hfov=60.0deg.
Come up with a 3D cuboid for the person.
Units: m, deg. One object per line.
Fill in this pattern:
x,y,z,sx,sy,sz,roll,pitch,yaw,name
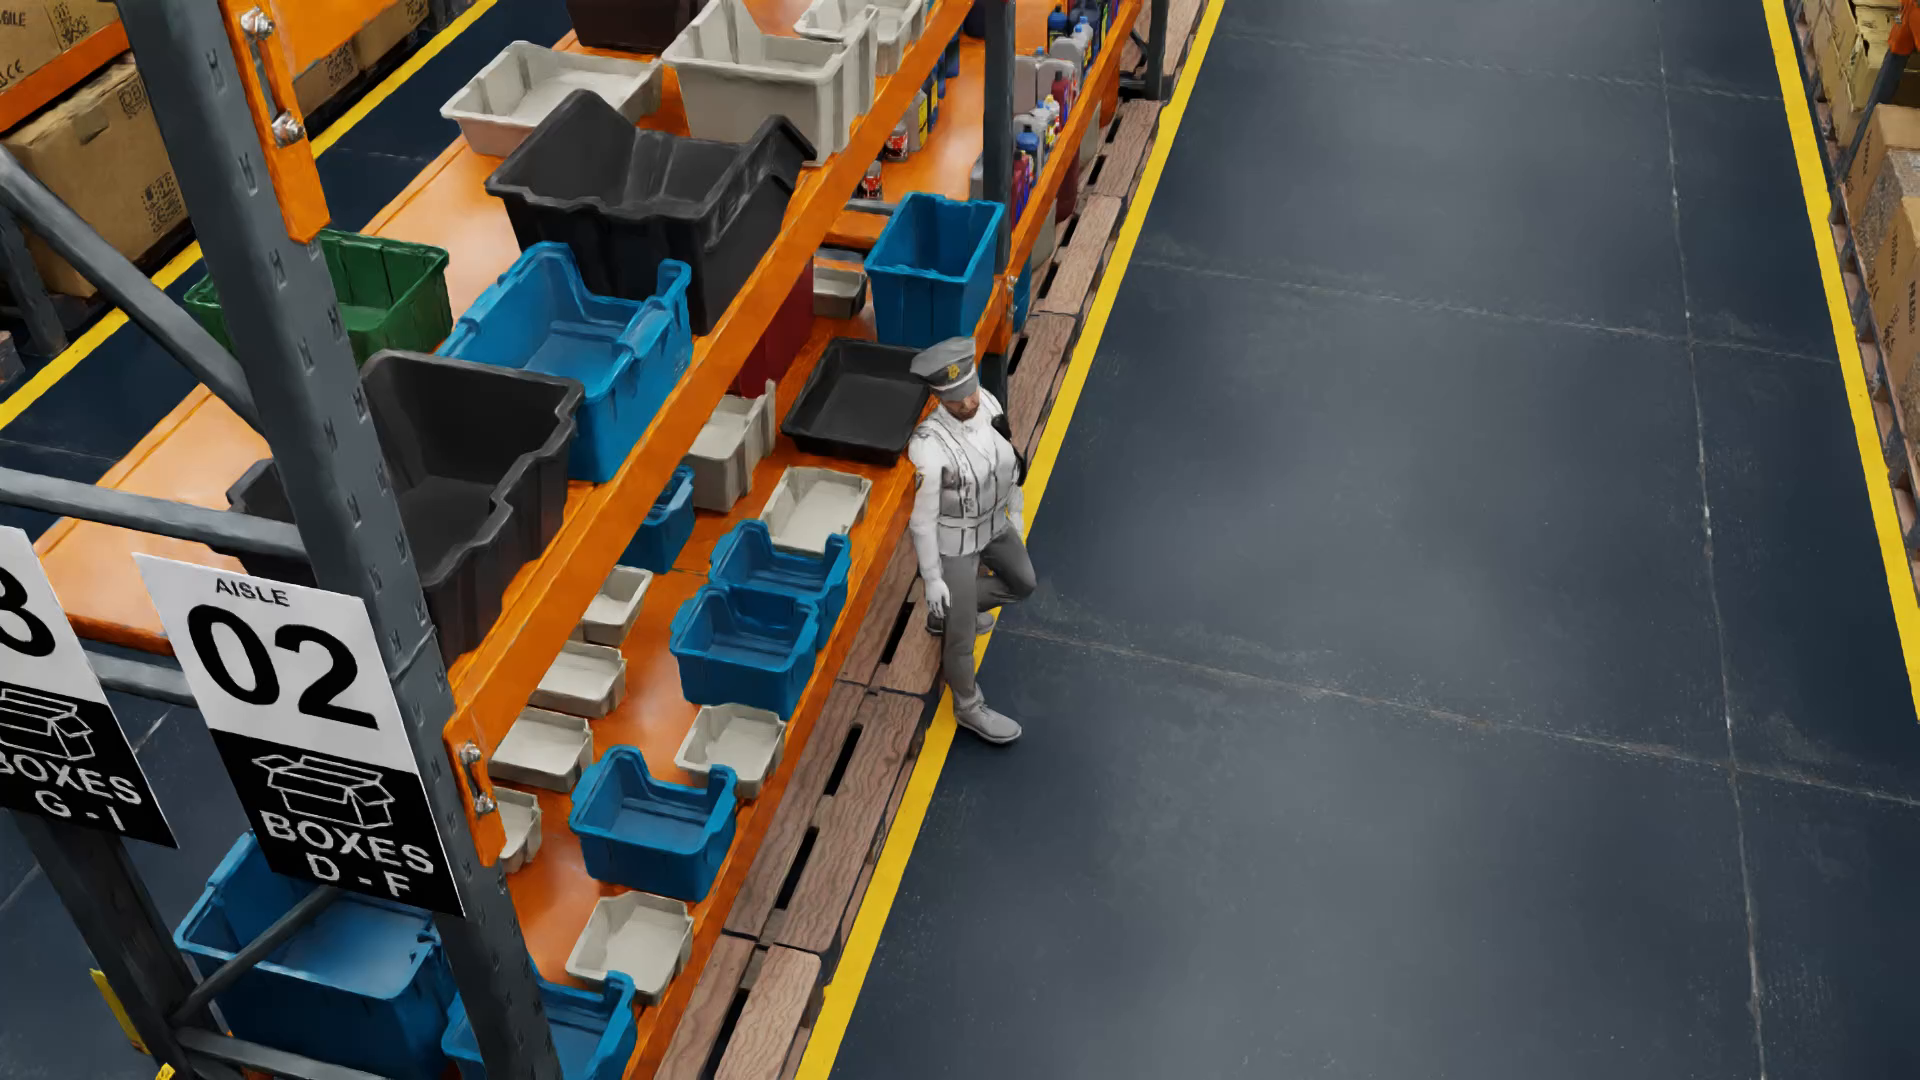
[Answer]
0.044,0.006,6.096,0.559,1.663,0.588,22,46,23,person
